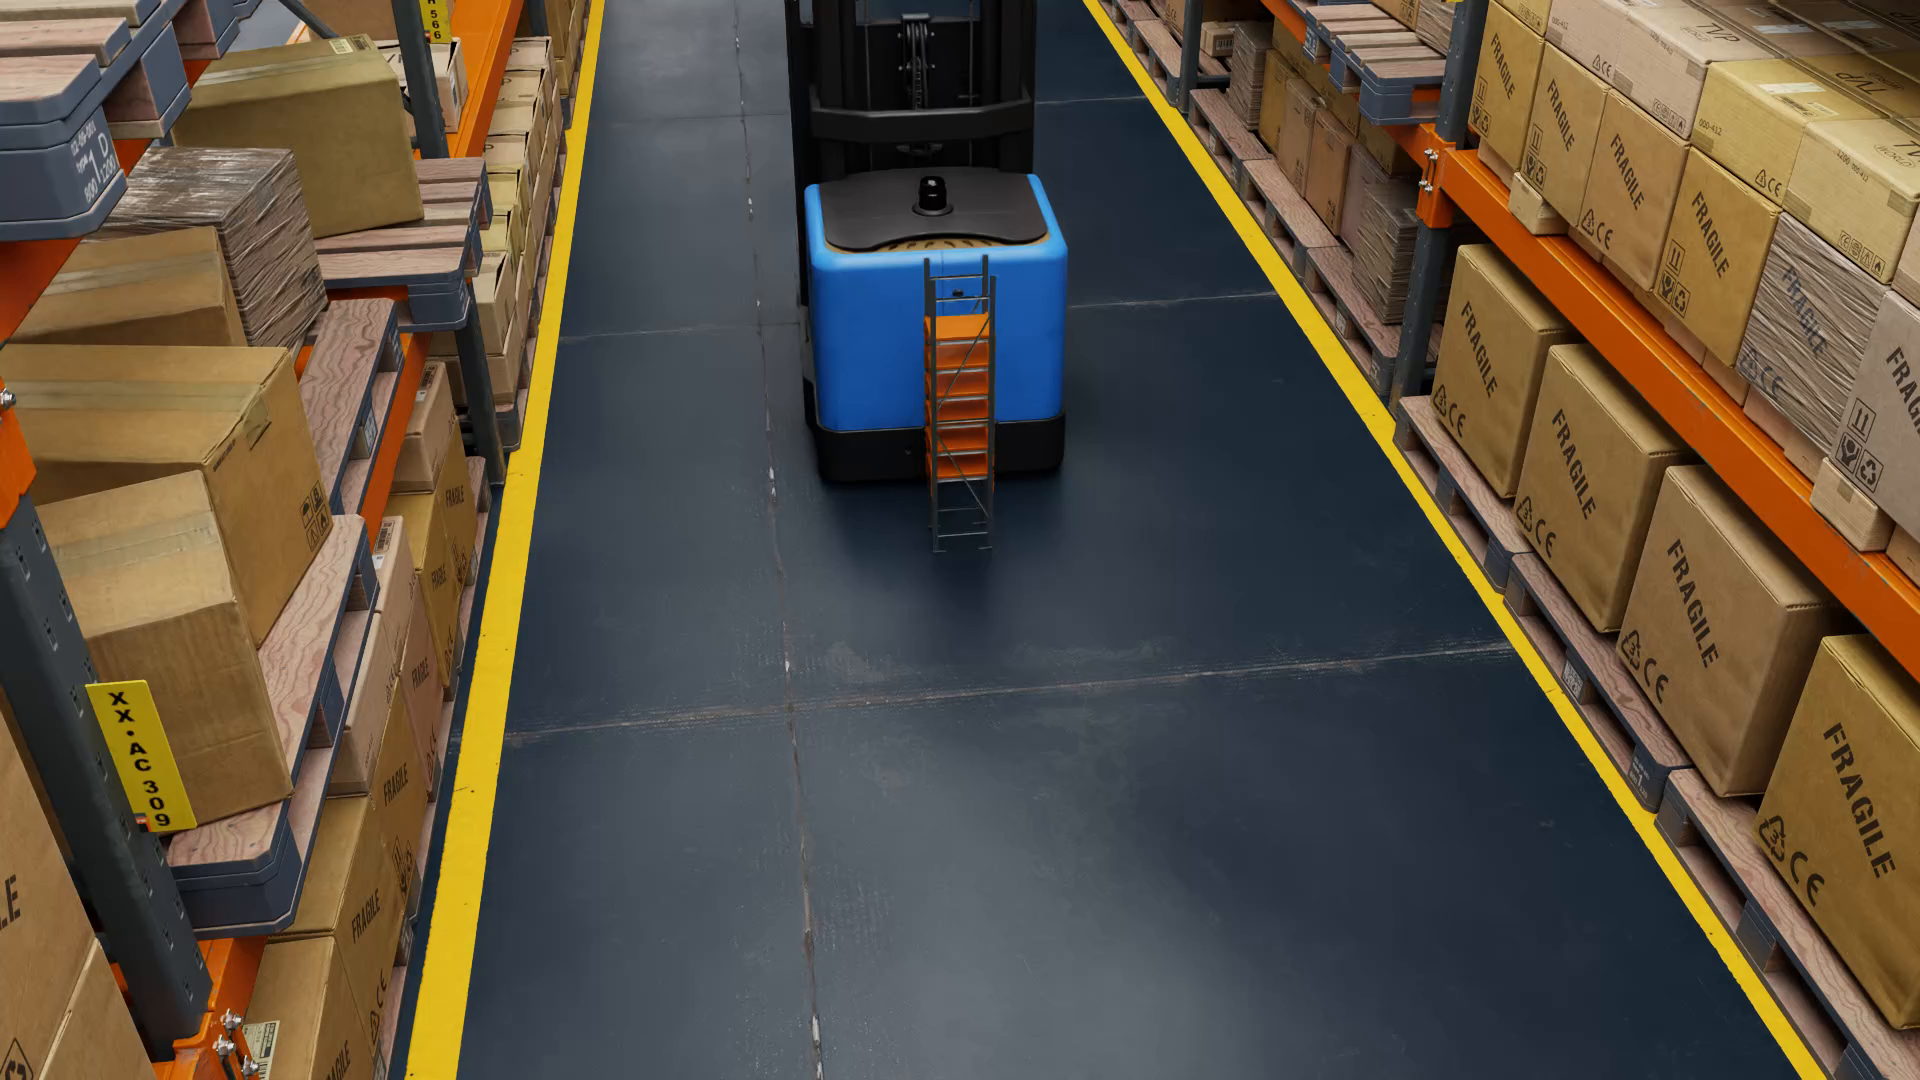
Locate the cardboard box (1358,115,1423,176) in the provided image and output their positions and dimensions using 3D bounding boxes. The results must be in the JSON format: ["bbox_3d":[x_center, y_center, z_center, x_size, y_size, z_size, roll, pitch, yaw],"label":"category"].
[{"bbox_3d":[2.301,-2.020,8.213,0.500,0.250,0.500,-4,34,-5],"label":"cardboard box"}]

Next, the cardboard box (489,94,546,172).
[{"bbox_3d":[-2.502,-2.191,8.873,0.500,0.311,0.500,-4,35,-7],"label":"cardboard box"}]

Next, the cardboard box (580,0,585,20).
[{"bbox_3d":[-2.941,-3.851,11.807,0.500,0.250,0.500,-4,35,-6],"label":"cardboard box"}]

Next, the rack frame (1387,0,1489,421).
[{"bbox_3d":[2.464,-1.840,6.787,1.000,3.000,0.127,-4,35,-6],"label":"rack frame"}]

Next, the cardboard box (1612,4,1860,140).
[{"bbox_3d":[2.414,-1.471,5.208,0.500,0.250,0.500,-4,34,-6],"label":"cardboard box"}]

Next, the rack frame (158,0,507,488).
[{"bbox_3d":[-2.444,-1.463,6.233,1.000,3.000,0.127,-4,35,-6],"label":"rack frame"}]

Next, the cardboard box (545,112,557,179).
[{"bbox_3d":[-2.573,-2.240,9.443,0.500,0.250,0.500,-5,35,-7],"label":"cardboard box"}]

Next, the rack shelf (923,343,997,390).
[{"bbox_3d":[-0.002,-0.665,6.314,0.258,0.103,0.180,-4,35,-6],"label":"rack shelf"}]

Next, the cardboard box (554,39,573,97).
[{"bbox_3d":[-2.744,-3.014,10.578,0.500,0.250,0.500,-4,35,-6],"label":"cardboard box"}]

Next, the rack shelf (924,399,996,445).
[{"bbox_3d":[-0.002,-0.467,6.449,0.258,0.103,0.180,-4,35,-6],"label":"rack shelf"}]

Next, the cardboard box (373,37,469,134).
[{"bbox_3d":[-2.372,-1.940,7.012,0.500,0.311,0.500,-5,35,-7],"label":"cardboard box"}]

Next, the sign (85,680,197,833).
[{"bbox_3d":[-1.369,0.366,2.780,0.100,0.325,0.005,-4,35,-6],"label":"sign"}]

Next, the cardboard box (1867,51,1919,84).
[{"bbox_3d":[2.983,-1.229,4.853,0.500,0.250,0.500,-5,35,-7],"label":"cardboard box"}]

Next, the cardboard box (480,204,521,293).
[{"bbox_3d":[-2.302,-1.339,7.622,0.500,0.311,0.500,-5,35,-8],"label":"cardboard box"}]

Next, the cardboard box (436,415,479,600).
[{"bbox_3d":[-2.085,-0.108,6.073,0.500,0.500,0.500,-3,34,-5],"label":"cardboard box"}]

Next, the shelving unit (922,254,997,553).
[{"bbox_3d":[-0.002,-0.504,6.424,0.258,1.200,0.189,-4,35,-6],"label":"shelving unit"}]

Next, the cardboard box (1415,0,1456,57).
[{"bbox_3d":[2.391,-2.325,7.018,0.700,0.500,0.500,-8,35,-12],"label":"cardboard box"}]

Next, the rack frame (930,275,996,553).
[{"bbox_3d":[0.010,-0.453,6.349,0.240,1.200,0.006,-4,35,-6],"label":"rack frame"}]

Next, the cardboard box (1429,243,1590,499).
[{"bbox_3d":[2.433,-0.705,6.657,0.750,0.750,0.750,-5,35,-7],"label":"cardboard box"}]

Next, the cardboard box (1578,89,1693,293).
[{"bbox_3d":[2.403,-1.152,5.407,0.500,0.500,0.500,-5,35,-7],"label":"cardboard box"}]

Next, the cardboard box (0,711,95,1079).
[{"bbox_3d":[-1.581,0.577,2.263,0.500,0.500,0.500,-4,34,-6],"label":"cardboard box"}]

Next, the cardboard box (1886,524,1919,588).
[{"bbox_3d":[2.629,0.033,4.243,0.380,0.149,0.250,-3,34,-5],"label":"cardboard box"}]

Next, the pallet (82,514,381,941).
[{"bbox_3d":[-1.905,0.394,3.678,1.003,0.211,1.213,-4,35,-6],"label":"pallet"}]

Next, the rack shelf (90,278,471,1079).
[{"bbox_3d":[-2.175,-0.050,4.798,1.077,0.370,4.000,-4,35,-6],"label":"rack shelf"}]

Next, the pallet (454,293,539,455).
[{"bbox_3d":[-2.516,-0.773,7.697,1.003,0.211,1.213,-4,35,-6],"label":"pallet"}]

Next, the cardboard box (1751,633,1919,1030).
[{"bbox_3d":[2.786,0.754,4.516,0.750,0.750,0.750,-4,34,-6],"label":"cardboard box"}]

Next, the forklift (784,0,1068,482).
[{"bbox_3d":[-0.241,-2.271,7.480,1.130,2.935,3.031,-4,34,-6],"label":"forklift"}]

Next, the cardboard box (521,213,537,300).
[{"bbox_3d":[-2.368,-1.385,8.187,0.500,0.250,0.500,-5,35,-8],"label":"cardboard box"}]

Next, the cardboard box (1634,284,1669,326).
[{"bbox_3d":[2.480,-0.827,5.506,0.380,0.149,0.250,-4,34,-6],"label":"cardboard box"}]

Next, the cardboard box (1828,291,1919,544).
[{"bbox_3d":[2.612,-0.303,4.160,0.500,0.500,0.500,-4,34,-6],"label":"cardboard box"}]

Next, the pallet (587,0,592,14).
[{"bbox_3d":[-3.375,-4.351,12.948,1.003,0.211,1.213,-4,35,-6],"label":"pallet"}]

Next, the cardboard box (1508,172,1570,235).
[{"bbox_3d":[2.256,-1.247,6.122,0.380,0.149,0.250,-3,34,-5],"label":"cardboard box"}]

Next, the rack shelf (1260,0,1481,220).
[{"bbox_3d":[2.195,-2.659,8.627,1.077,0.370,4.000,-4,35,-6],"label":"rack shelf"}]

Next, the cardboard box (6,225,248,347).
[{"bbox_3d":[-2.205,-0.427,4.251,0.700,0.500,0.500,-13,36,-18],"label":"cardboard box"}]

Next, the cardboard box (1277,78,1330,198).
[{"bbox_3d":[2.190,-2.239,9.201,0.700,0.500,0.500,-4,34,-6],"label":"cardboard box"}]

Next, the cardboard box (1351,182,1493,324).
[{"bbox_3d":[2.316,-1.387,7.950,0.700,0.500,0.500,-4,34,-6],"label":"cardboard box"}]

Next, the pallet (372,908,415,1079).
[{"bbox_3d":[-2.053,1.471,4.405,1.003,0.211,1.213,-4,35,-6],"label":"pallet"}]

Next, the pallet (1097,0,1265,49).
[{"bbox_3d":[1.634,-3.974,12.394,1.003,0.211,1.213,-4,35,-6],"label":"pallet"}]

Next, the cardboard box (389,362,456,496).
[{"bbox_3d":[-2.074,-0.386,5.817,0.500,0.250,0.500,-3,34,-5],"label":"cardboard box"}]

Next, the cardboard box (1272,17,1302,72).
[{"bbox_3d":[2.104,-2.876,9.470,0.500,0.250,0.500,-5,35,-7],"label":"cardboard box"}]

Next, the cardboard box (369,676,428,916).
[{"bbox_3d":[-1.872,0.756,4.806,0.500,0.500,0.500,-4,34,-6],"label":"cardboard box"}]

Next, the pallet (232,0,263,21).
[{"bbox_3d":[-2.067,-1.340,3.557,1.213,0.211,1.003,-4,35,-6],"label":"pallet"}]

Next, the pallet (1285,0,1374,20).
[{"bbox_3d":[2.157,-2.862,8.457,1.003,0.211,1.213,-4,35,-6],"label":"pallet"}]

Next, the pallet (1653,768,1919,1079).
[{"bbox_3d":[2.824,1.119,4.920,1.003,0.211,1.213,-4,35,-6],"label":"pallet"}]

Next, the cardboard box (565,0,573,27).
[{"bbox_3d":[-2.809,-3.603,10.776,0.500,0.500,0.500,-4,35,-6],"label":"cardboard box"}]

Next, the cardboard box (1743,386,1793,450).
[{"bbox_3d":[2.549,-0.392,4.867,0.380,0.149,0.250,-5,35,-8],"label":"cardboard box"}]
